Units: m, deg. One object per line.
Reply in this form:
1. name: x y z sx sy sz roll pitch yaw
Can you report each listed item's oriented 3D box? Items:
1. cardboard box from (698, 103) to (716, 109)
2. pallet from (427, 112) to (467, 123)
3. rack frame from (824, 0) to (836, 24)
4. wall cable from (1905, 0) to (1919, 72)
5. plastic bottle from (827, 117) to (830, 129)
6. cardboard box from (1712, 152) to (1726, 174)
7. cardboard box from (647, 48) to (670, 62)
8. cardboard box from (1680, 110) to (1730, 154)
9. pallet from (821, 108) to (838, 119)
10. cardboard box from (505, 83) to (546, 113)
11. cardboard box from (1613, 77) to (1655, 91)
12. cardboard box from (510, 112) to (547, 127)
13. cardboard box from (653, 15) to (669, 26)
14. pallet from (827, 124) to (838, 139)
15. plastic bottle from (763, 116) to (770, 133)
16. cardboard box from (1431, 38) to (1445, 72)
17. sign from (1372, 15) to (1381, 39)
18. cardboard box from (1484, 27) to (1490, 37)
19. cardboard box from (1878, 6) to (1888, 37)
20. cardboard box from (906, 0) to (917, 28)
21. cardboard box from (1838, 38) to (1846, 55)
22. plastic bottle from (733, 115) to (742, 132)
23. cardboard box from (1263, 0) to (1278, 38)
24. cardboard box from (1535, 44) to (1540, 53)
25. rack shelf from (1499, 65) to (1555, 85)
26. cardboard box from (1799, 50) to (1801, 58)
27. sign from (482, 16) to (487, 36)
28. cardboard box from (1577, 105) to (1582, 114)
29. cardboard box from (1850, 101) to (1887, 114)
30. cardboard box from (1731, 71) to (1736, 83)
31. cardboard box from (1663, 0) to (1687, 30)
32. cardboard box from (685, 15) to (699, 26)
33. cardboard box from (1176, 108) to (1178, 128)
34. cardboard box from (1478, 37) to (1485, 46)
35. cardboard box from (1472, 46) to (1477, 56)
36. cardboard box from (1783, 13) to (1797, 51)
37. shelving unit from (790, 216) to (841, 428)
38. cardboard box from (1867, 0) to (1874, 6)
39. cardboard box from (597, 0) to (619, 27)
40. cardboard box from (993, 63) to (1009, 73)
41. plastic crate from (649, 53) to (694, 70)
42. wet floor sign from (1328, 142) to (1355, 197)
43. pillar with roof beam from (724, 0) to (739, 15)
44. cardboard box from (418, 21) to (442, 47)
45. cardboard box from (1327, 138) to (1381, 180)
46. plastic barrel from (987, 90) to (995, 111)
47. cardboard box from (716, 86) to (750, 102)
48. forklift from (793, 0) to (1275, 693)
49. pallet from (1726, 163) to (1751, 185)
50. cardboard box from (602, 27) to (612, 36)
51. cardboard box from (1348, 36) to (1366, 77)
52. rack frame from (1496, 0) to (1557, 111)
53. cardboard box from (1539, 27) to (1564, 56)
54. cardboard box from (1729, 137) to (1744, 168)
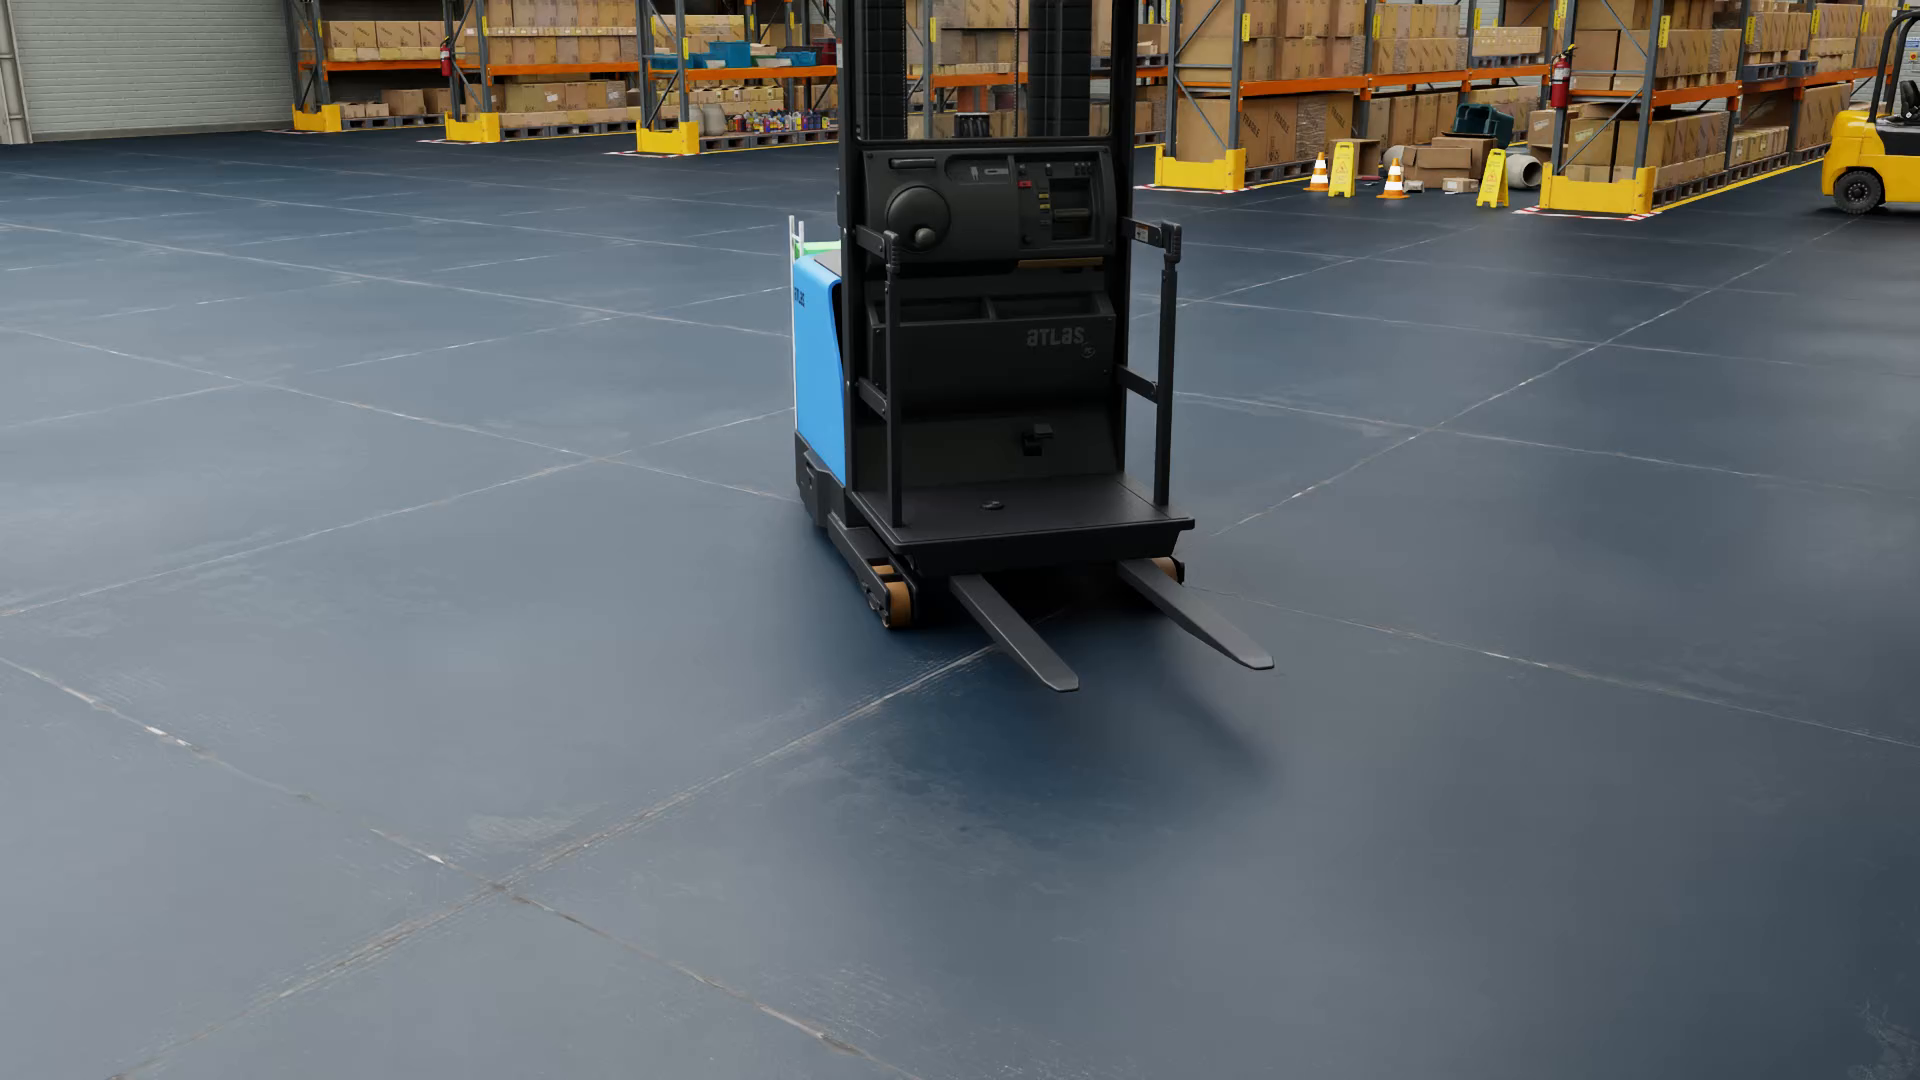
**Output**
1. cardboard box: -5.341 -8.795 33.985 0.500 0.250 0.500 12 21 33
2. pallet: -10.744 -8.986 35.375 1.003 0.211 1.213 12 21 35
3. rack frame: -3.222 -13.342 44.701 1.000 3.000 0.127 12 21 35
4. wall cable: 20.011 -10.812 34.789 0.585 1.953 0.123 12 21 35
5. plastic bottle: -2.382 -7.466 29.754 0.097 0.201 0.097 0 17 0
6. cardboard box: 9.384 -4.806 21.141 0.500 0.250 0.500 14 22 37
7. cardboard box: -6.134 -9.663 33.106 0.500 0.250 0.500 14 22 38
8. cardboard box: 9.383 -5.164 21.030 0.500 0.500 0.500 12 21 34
9. pallet: -2.806 -9.691 37.645 1.003 0.211 1.213 12 21 35
10. cardboard box: -7.981 -8.110 30.517 0.500 0.500 0.500 12 21 35
11. cardboard box: 7.506 -5.079 18.514 0.380 0.149 0.250 13 21 35
12. cardboard box: -7.982 -7.752 30.629 0.500 0.250 0.500 12 21 35
13. cardboard box: -7.192 -12.185 39.006 0.500 0.250 0.500 12 21 34
14. pallet: -1.979 -7.596 30.898 1.003 0.211 1.213 12 21 35
15. plastic bottle: -3.319 -7.121 28.506 0.061 0.283 0.133 13 21 36
16. cardboard box: 7.219 -7.566 25.931 0.500 0.500 0.500 12 21 34
17. sign: 5.931 -7.311 23.687 0.100 0.325 0.005 12 21 35
18. cardboard box: 8.607 -8.473 27.733 0.380 0.149 0.250 12 21 34
19. cardboard box: 15.688 -8.967 28.758 0.500 0.500 0.500 12 21 34
20. cardboard box: -0.692 -7.747 24.329 0.500 0.500 0.500 12 21 35
21. cardboard box: 13.624 -7.787 26.221 0.500 0.250 0.500 13 22 36
22. plastic bottle: -3.885 -7.260 28.966 0.152 0.276 0.135 13 21 35
23. cardboard box: 3.607 -6.821 21.628 0.875 0.550 0.550 12 21 35
24. cardboard box: 10.174 -8.814 29.835 0.380 0.149 0.250 12 21 33
25. rack shelf: 11.443 -8.996 31.918 1.077 0.370 4.000 12 21 35
26. cardboard box: 11.796 -6.944 23.813 0.380 0.149 0.250 13 21 36
27. sign: -8.333 -9.009 29.153 0.100 0.325 0.005 12 21 35
28. cardboard box: 11.776 -8.313 32.104 0.380 0.149 0.250 14 22 37
29. cardboard box: 16.358 -7.767 30.361 0.875 0.438 0.875 12 21 33
30. cardboard box: 9.574 -5.857 21.019 0.380 0.149 0.250 12 21 34
31. cardboard box: 8.204 -6.335 19.780 0.700 0.500 0.500 12 21 34
32. cardboard box: -6.598 -12.427 39.787 0.500 0.250 0.500 12 21 34
33. cardboard box: 3.562 -7.664 29.889 0.700 0.500 0.500 11 20 32
34. cardboard box: 8.477 -8.278 27.606 0.380 0.149 0.250 14 22 37
35. cardboard box: 8.297 -8.062 27.413 0.380 0.149 0.250 12 21 34
36. cardboard box: 11.257 -7.047 23.051 0.500 0.500 0.500 11 20 31
37. shelving unit: -0.481 -0.851 7.513 0.503 1.200 0.258 -5 18 -16
38. cardboard box: 15.139 -9.057 27.955 0.380 0.149 0.250 12 21 34
39. cardboard box: -6.951 -10.049 31.742 0.700 0.500 0.500 12 21 35
40. cardboard box: 0.511 -7.151 25.189 0.380 0.149 0.250 12 21 35
41. plastic crate: -4.742 -7.882 27.368 0.499 0.251 0.616 12 21 35
42. wet floor sign: 4.674 -4.524 20.274 0.267 0.644 0.232 8 19 25
43. pillar with roof beam: -2.426 -14.813 39.323 9.100 9.000 0.400 12 21 35
44. cardboard box: -11.007 -10.375 34.100 0.500 0.500 0.500 12 21 33
45. cardboard box: 5.384 -5.214 22.737 0.500 0.500 0.500 -16 23 -41
46. plastic barrel: 0.510 -8.968 34.103 0.421 0.512 0.421 0 17 0
47. cardboard box: -4.730 -9.305 34.682 0.500 0.311 0.500 12 21 34
48. forklift: 0.176 -1.221 5.784 1.130 2.935 3.031 -5 18 -15
49. pallet: 9.983 -4.961 22.414 1.003 0.211 1.213 12 21 35
50. cardboard box: -6.841 -9.680 31.647 0.380 0.149 0.250 12 21 35
51. cardboard box: 5.275 -6.939 23.829 0.875 0.550 0.550 12 21 35
52. rack frame: 10.252 -8.863 30.277 1.000 3.000 0.127 12 21 35
53. cardboard box: 10.749 -9.126 30.455 0.500 0.500 0.500 12 21 34
54. cardboard box: 9.831 -5.178 22.133 0.950 0.372 0.625 13 21 35
